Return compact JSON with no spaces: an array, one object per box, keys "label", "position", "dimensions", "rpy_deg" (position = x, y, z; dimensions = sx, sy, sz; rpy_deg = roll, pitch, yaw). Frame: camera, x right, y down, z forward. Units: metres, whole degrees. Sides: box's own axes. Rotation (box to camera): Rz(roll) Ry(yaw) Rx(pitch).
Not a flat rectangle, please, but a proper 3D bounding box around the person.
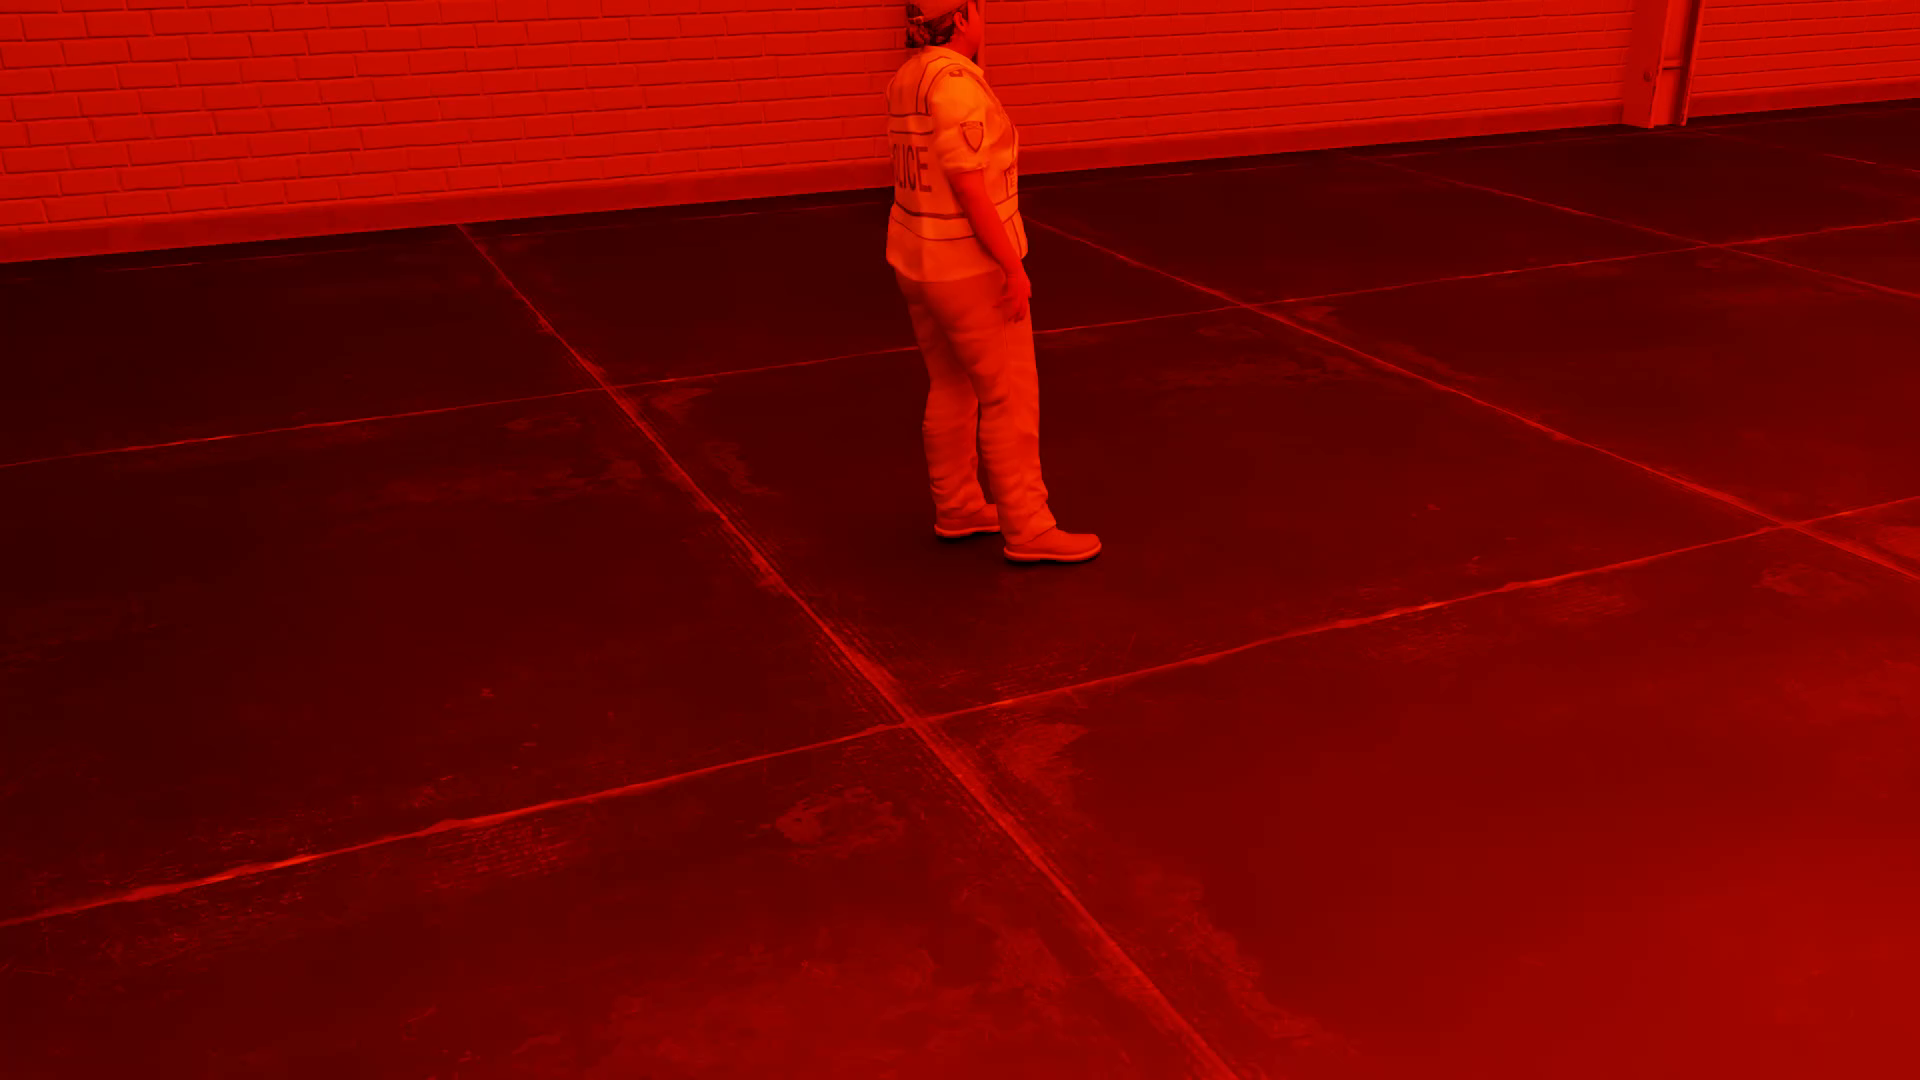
[{"label":"person","position":[0.079,-0.780,4.795],"dimensions":[0.529,1.670,0.598],"rpy_deg":[-10,25,-23]}]
